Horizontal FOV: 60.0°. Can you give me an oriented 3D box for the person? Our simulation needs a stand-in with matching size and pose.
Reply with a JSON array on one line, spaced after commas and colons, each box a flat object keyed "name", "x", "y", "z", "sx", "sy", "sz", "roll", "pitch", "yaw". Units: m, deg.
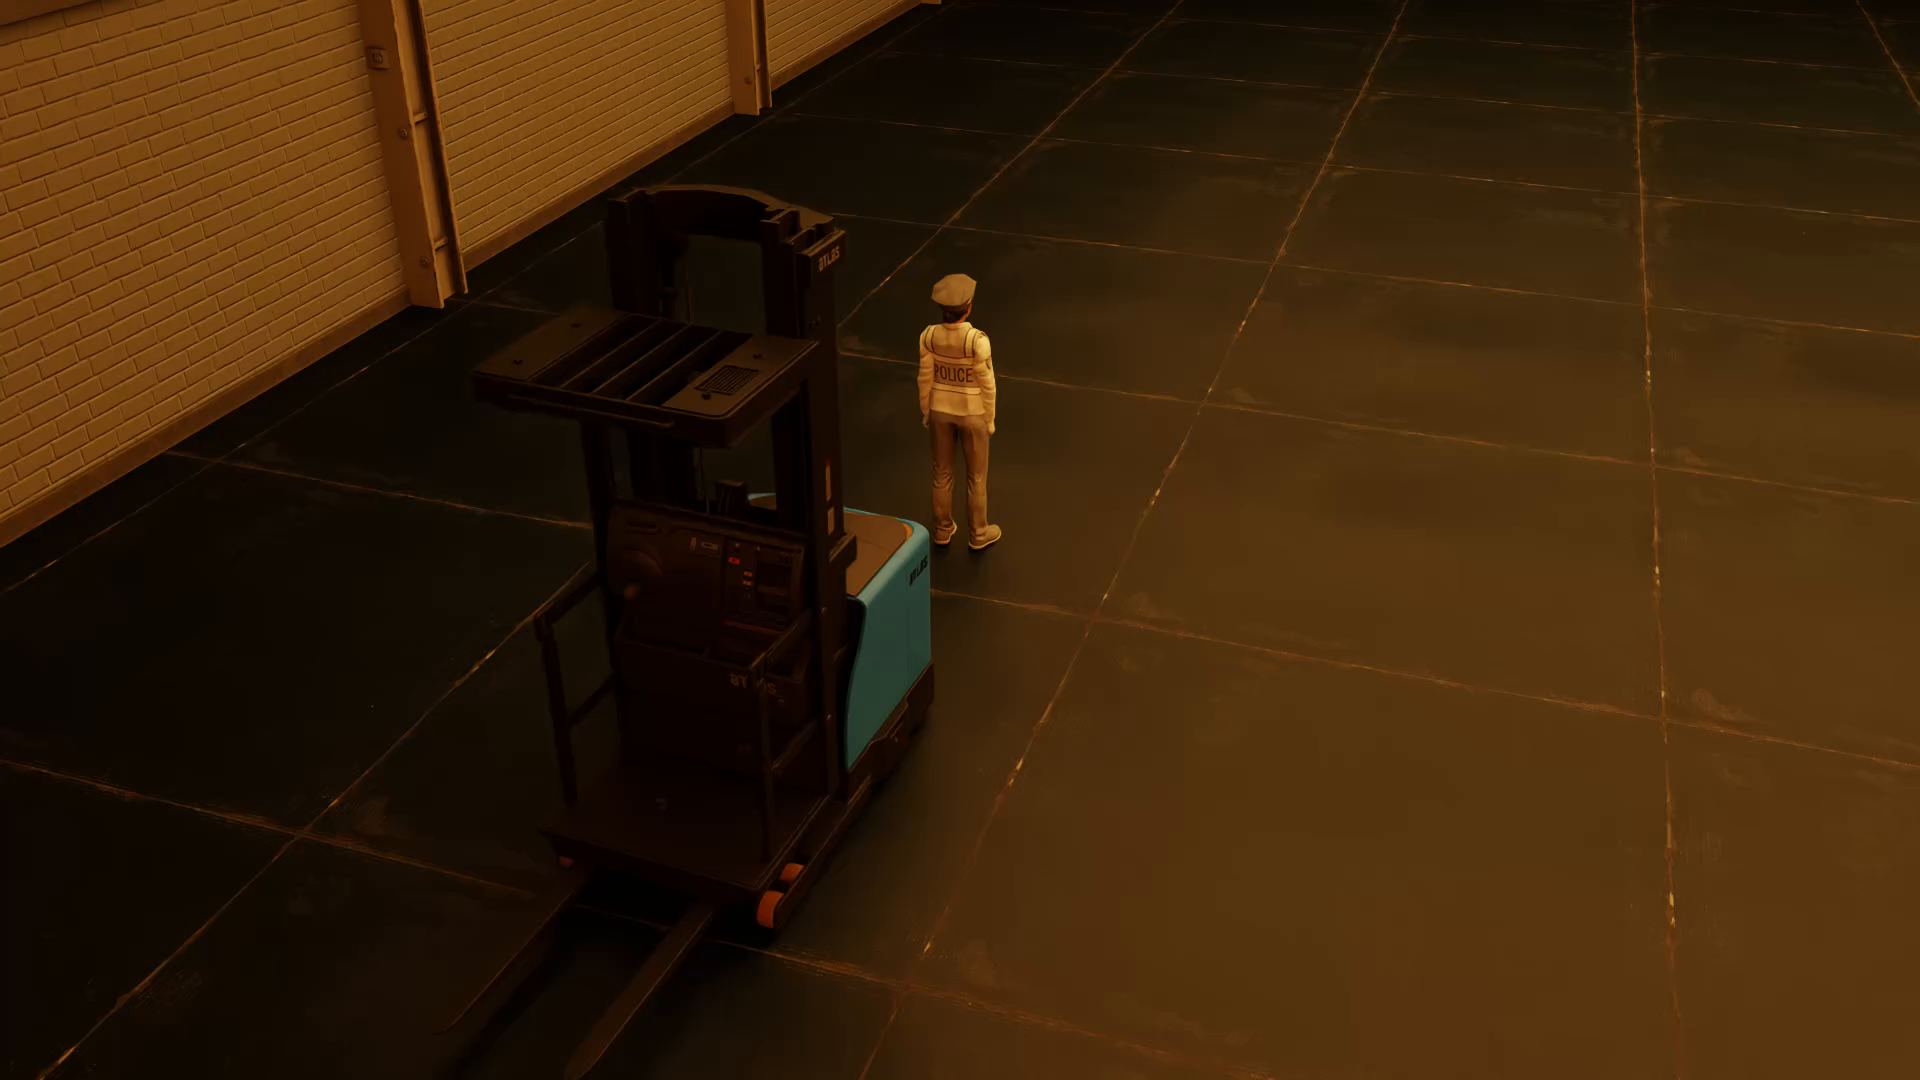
[{"name": "person", "x": -0.006, "y": -0.734, "z": 9.680, "sx": 0.461, "sy": 1.694, "sz": 0.354, "roll": 10, "pitch": 31, "yaw": 16}]

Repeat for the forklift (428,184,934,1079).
[{"name": "forklift", "x": -1.158, "y": 0.163, "z": 6.851, "sx": 1.130, "sy": 2.935, "sz": 3.031, "roll": 11, "pitch": 32, "yaw": 19}]
